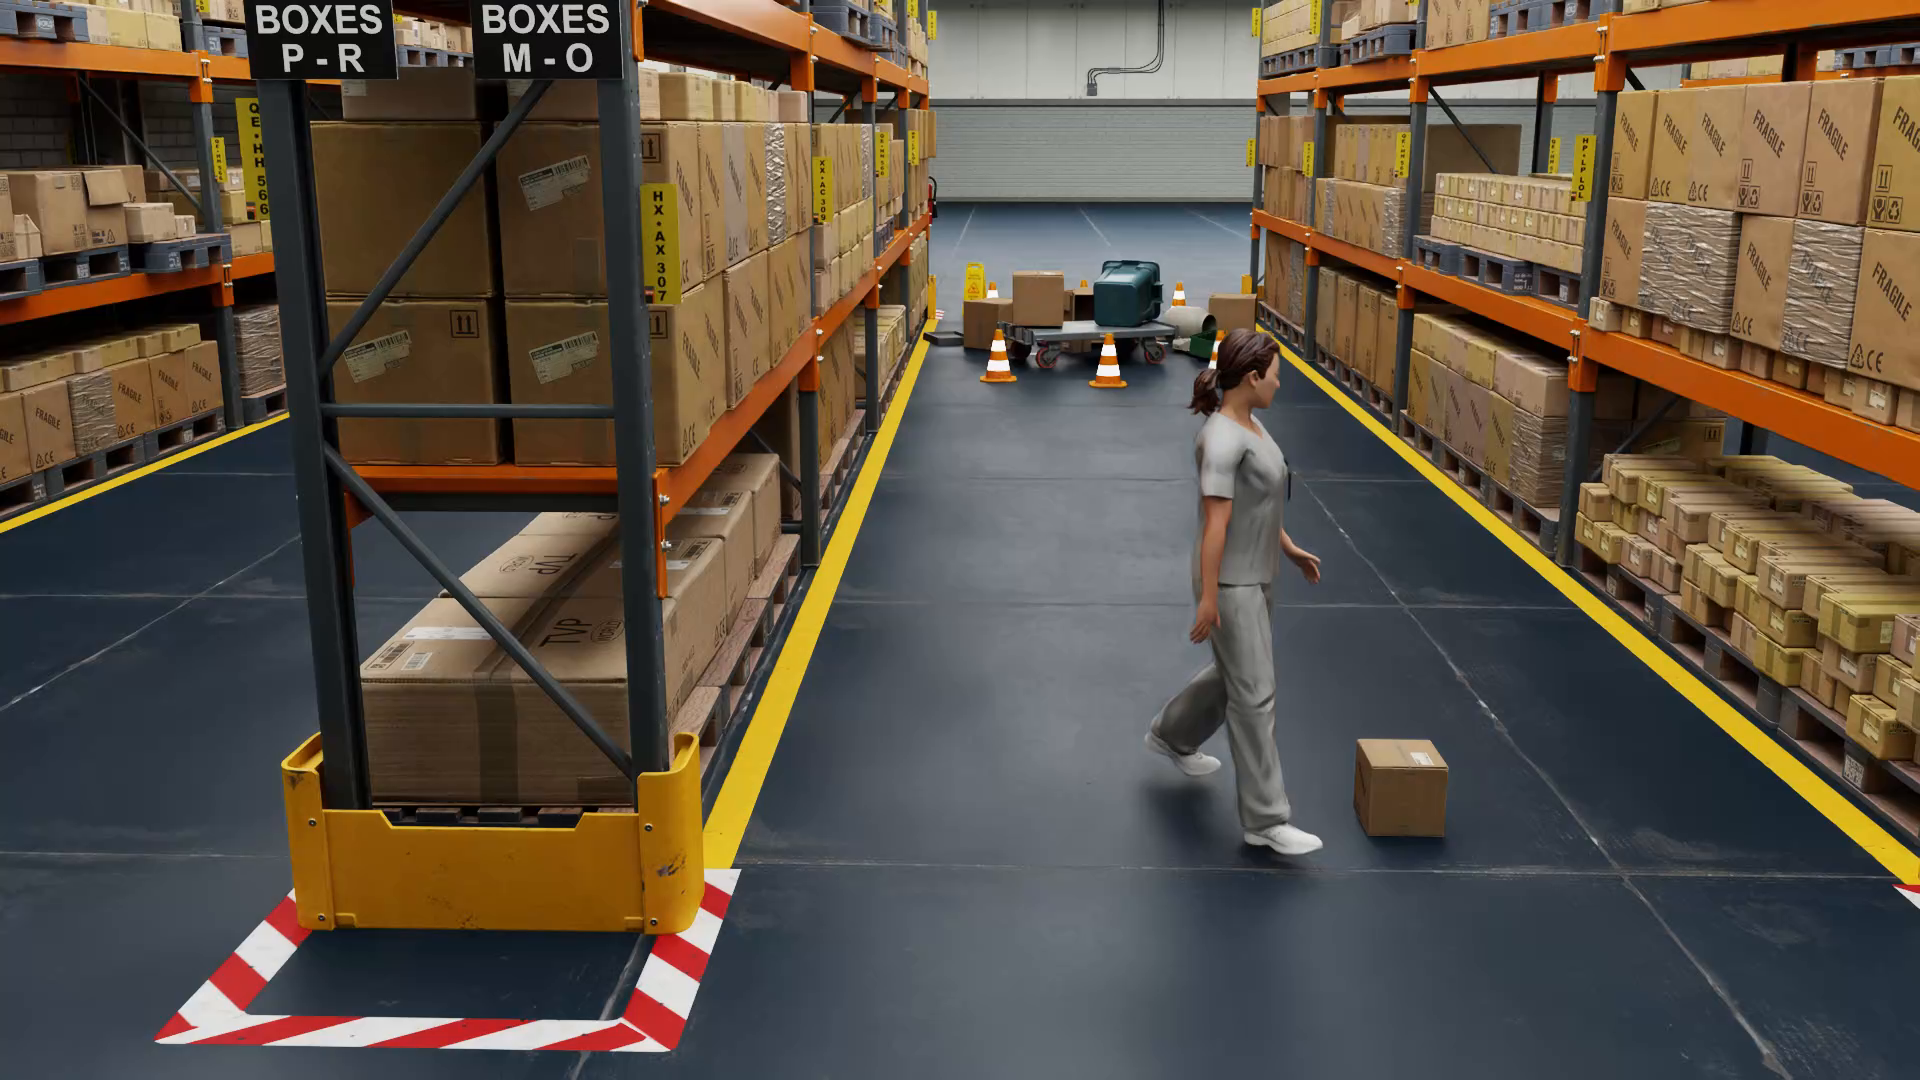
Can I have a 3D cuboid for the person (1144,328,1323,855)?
[{"bbox_3d":[0.917,0.129,5.474,0.808,1.648,0.623,8,16,29],"label":"person"}]
